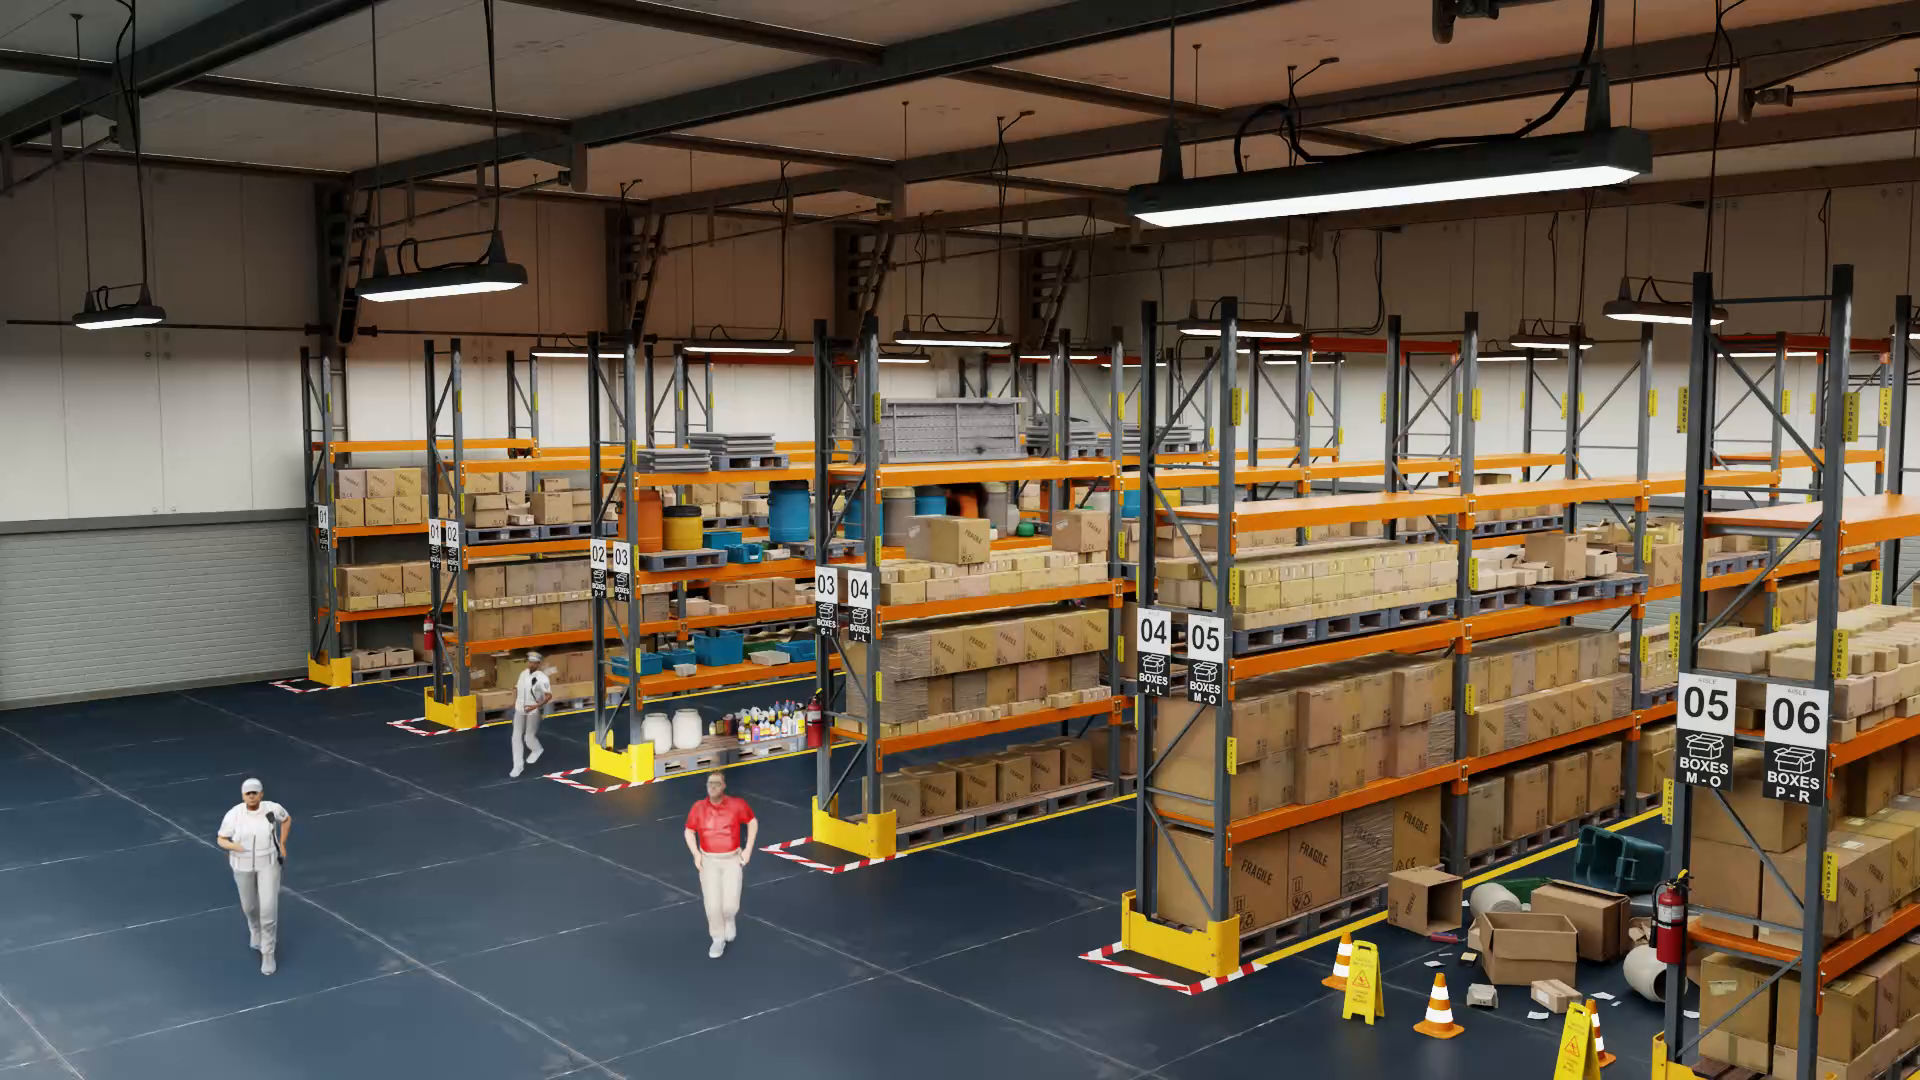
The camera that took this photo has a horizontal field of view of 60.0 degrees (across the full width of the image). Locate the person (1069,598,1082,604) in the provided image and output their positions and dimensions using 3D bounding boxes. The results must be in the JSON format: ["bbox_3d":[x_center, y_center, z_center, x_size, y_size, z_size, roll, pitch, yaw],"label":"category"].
[{"bbox_3d":[2.066,1.489,32.533,0.531,1.621,0.805,4,6,38],"label":"person"}]

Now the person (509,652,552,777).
[{"bbox_3d":[-5.844,2.353,22.692,0.605,1.688,0.706,1,5,13],"label":"person"}]

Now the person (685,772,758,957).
[{"bbox_3d":[-2.213,2.982,15.350,0.667,1.693,0.545,0,5,-2],"label":"person"}]

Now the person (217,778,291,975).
[{"bbox_3d":[-6.412,3.000,15.124,0.601,1.709,0.857,-1,5,-16],"label":"person"}]
